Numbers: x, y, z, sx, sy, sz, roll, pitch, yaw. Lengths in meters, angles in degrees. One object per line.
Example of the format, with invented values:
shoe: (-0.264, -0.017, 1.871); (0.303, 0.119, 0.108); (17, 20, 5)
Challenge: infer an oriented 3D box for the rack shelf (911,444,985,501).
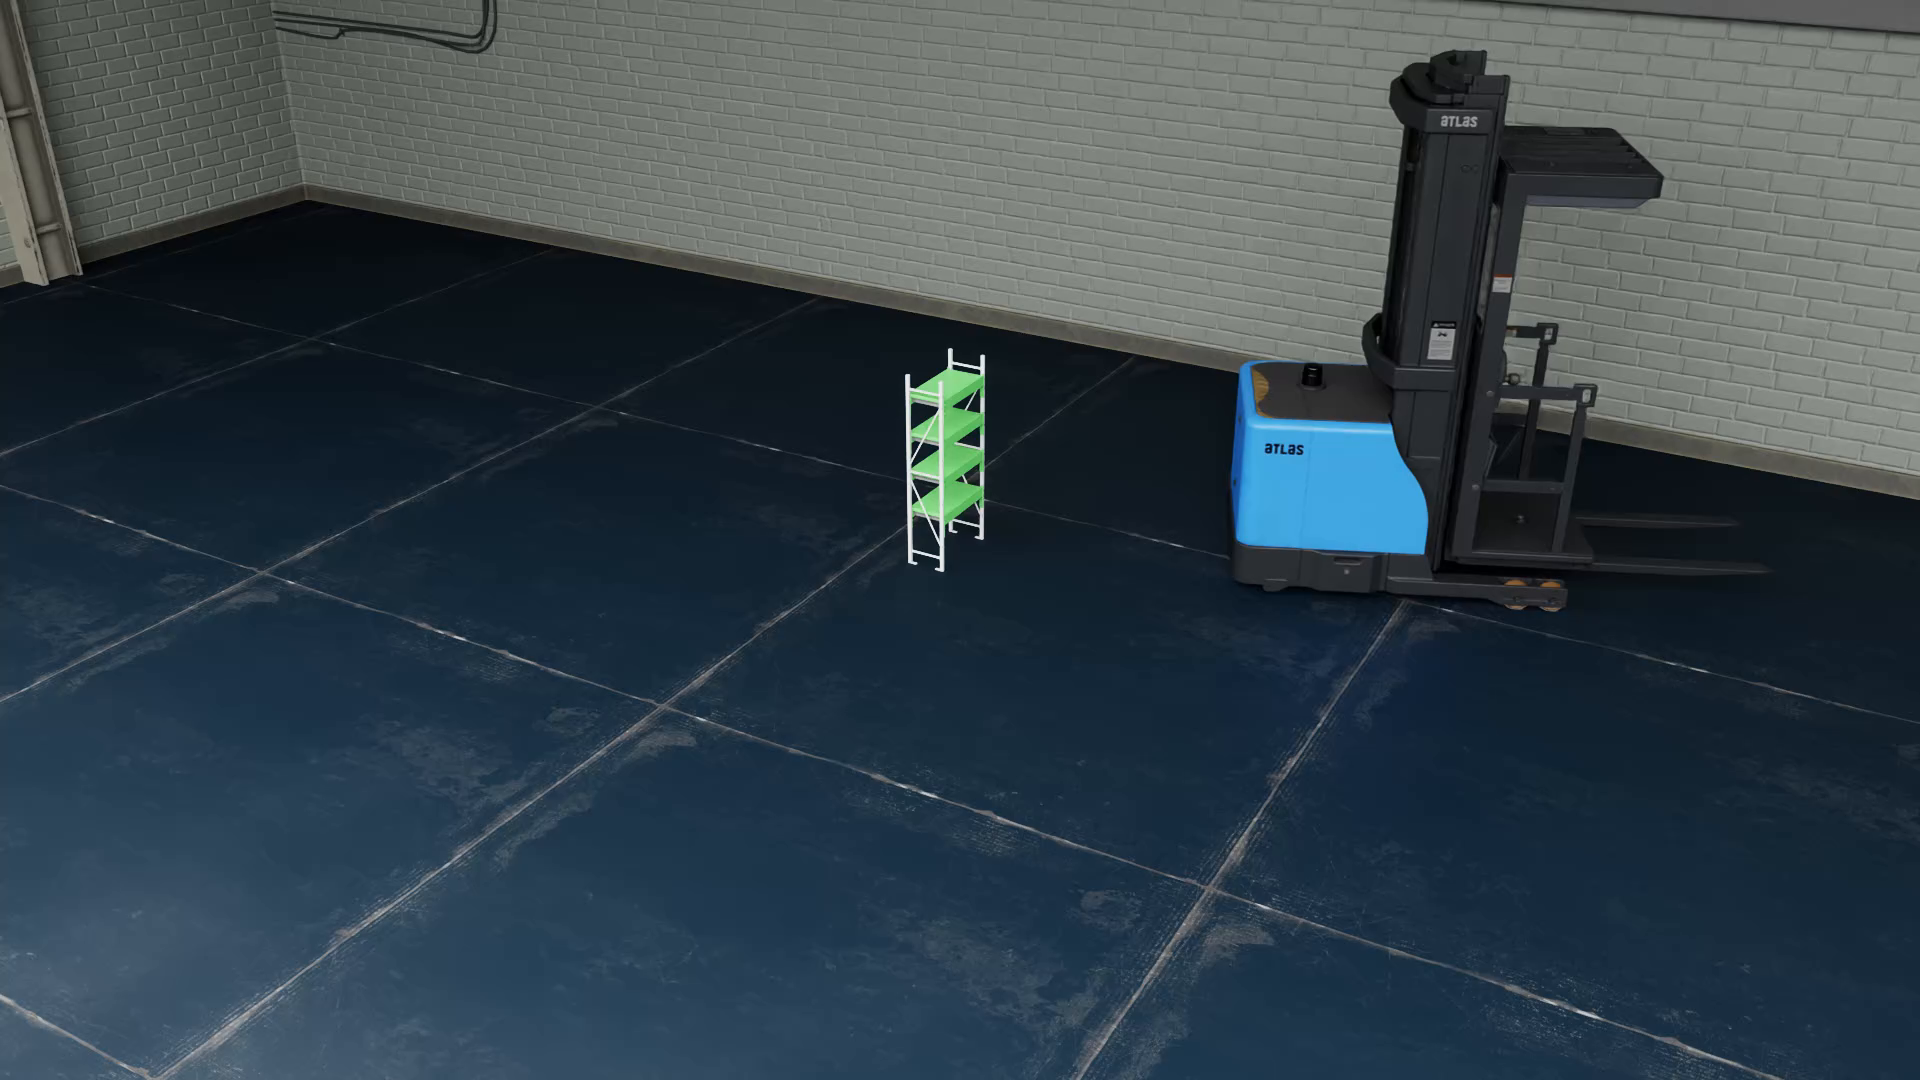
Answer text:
rack shelf: (-0.081, -0.415, 9.881); (0.258, 0.148, 0.480); (14, 30, 26)

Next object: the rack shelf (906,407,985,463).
rack shelf: (-0.081, -0.630, 9.774); (0.258, 0.148, 0.480); (14, 30, 26)

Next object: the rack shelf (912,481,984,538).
rack shelf: (-0.081, -0.200, 9.989); (0.258, 0.148, 0.480); (14, 30, 26)

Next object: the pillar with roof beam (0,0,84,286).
pillar with roof beam: (-4.419, -5.443, 11.070); (9.100, 9.000, 0.400); (14, 30, 26)

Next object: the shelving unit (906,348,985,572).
shelving unit: (-0.081, -0.472, 9.853); (0.258, 1.200, 0.503); (14, 30, 26)

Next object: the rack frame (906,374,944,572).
rack frame: (-0.201, -0.377, 9.663); (0.240, 1.200, 0.015); (14, 30, 26)

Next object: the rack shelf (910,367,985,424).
rack shelf: (-0.081, -0.844, 9.666); (0.258, 0.148, 0.480); (14, 30, 26)

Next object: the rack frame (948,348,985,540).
rack frame: (0.039, -0.567, 10.043); (0.240, 1.200, 0.015); (14, 30, 26)

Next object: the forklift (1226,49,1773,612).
forklift: (3.128, -1.156, 9.285); (3.031, 2.935, 1.130); (3, 27, 6)

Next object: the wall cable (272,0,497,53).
wall cable: (-5.567, -5.859, 15.371); (3.097, 2.526, 0.112); (14, 30, 26)
